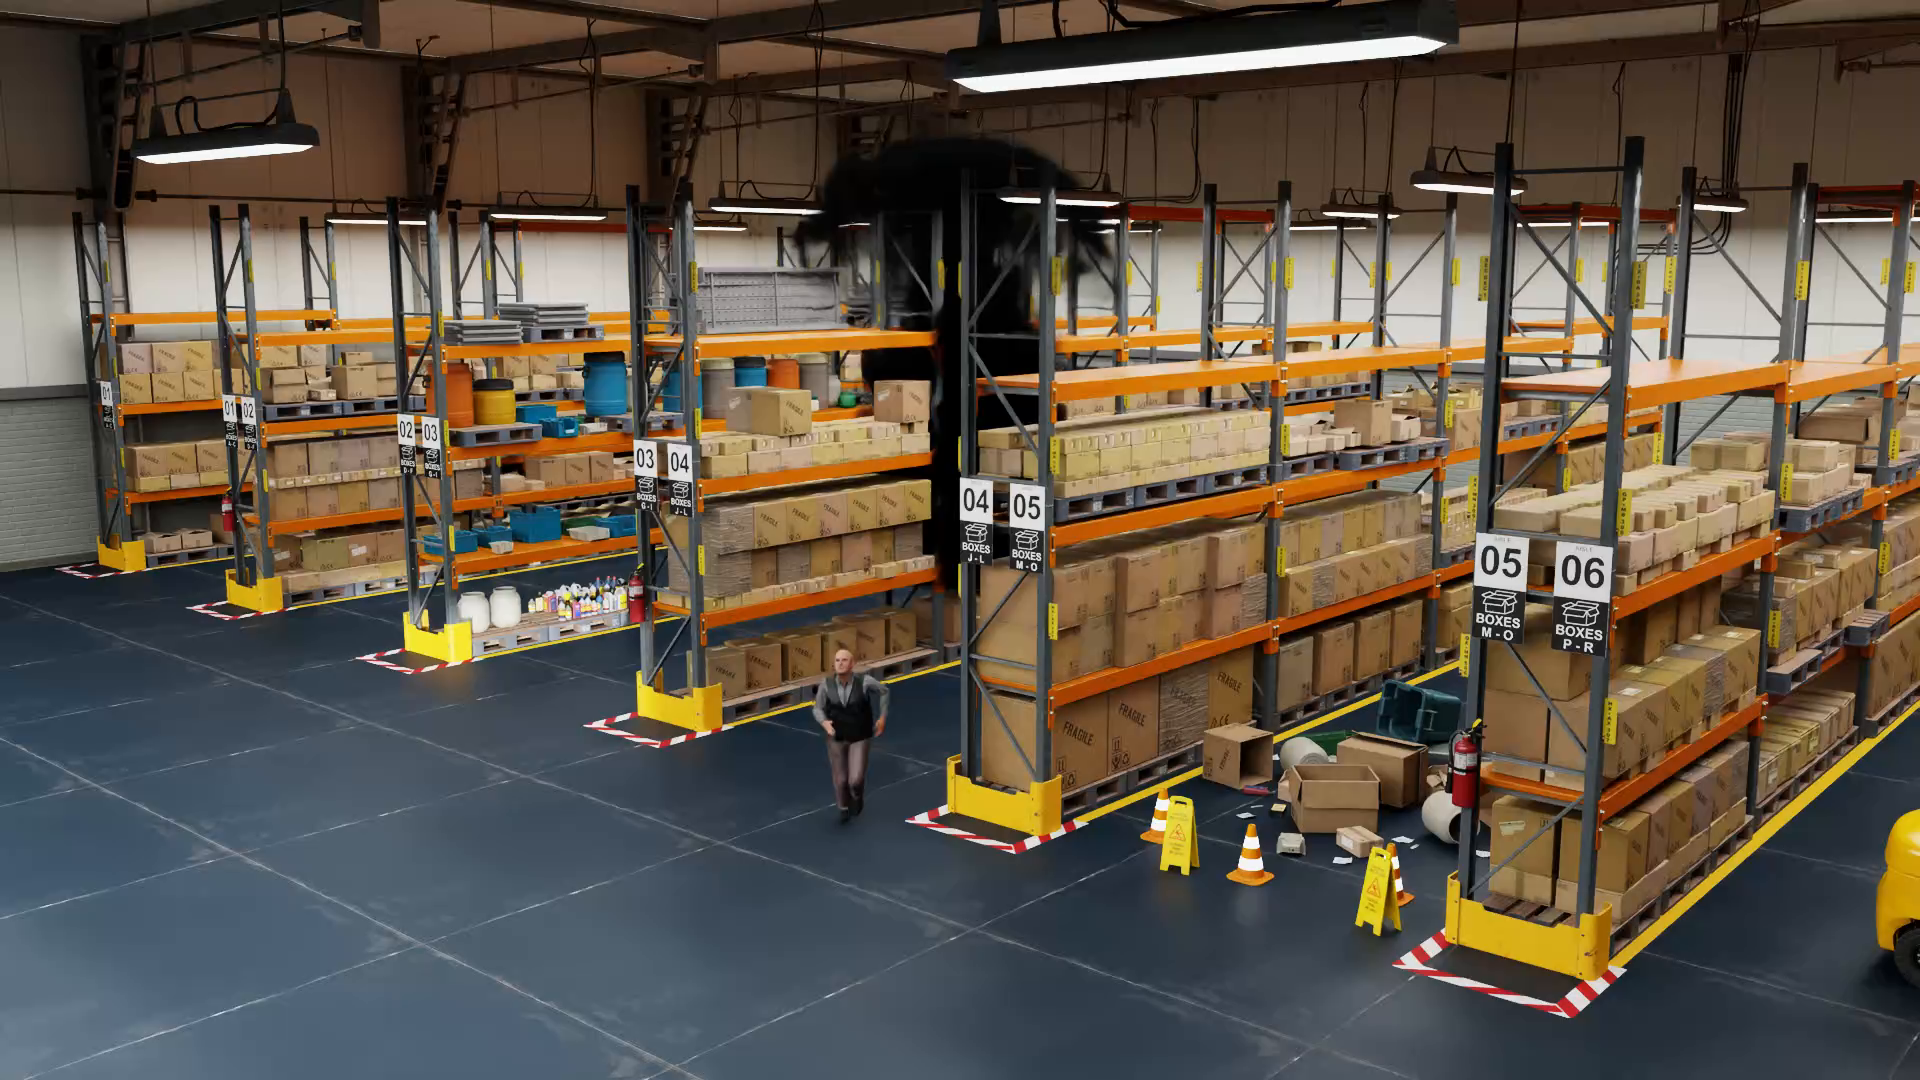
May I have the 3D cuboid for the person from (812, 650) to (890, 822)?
[{"bbox_3d":[-1.007,1.825,15.231,0.687,1.677,0.737,1,10,7],"label":"person"}]

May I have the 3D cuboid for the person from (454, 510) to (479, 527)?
[{"bbox_3d":[-9.078,-0.718,30.516,0.584,1.754,0.775,7,12,35],"label":"person"}]

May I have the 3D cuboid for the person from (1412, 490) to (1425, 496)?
[{"bbox_3d":[6.917,0.098,25.396,0.649,1.726,0.580,9,13,42],"label":"person"}]
